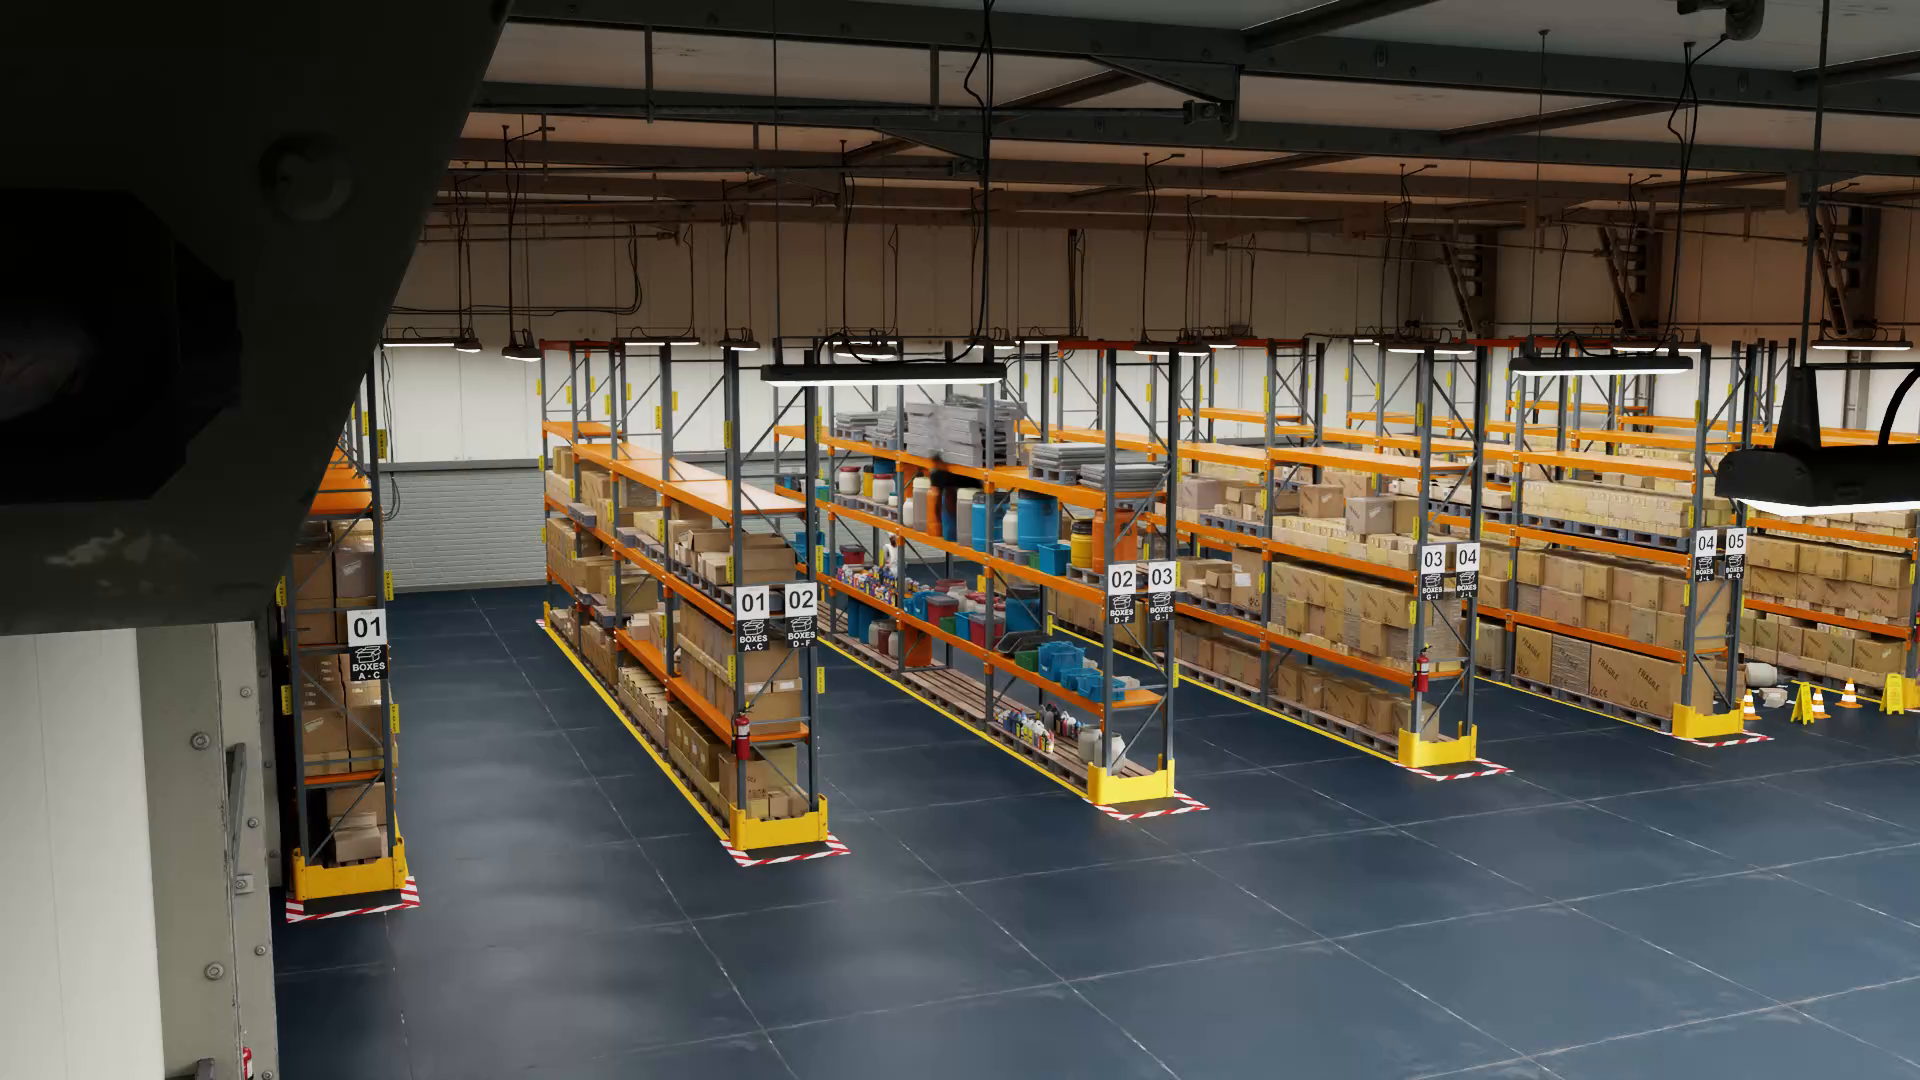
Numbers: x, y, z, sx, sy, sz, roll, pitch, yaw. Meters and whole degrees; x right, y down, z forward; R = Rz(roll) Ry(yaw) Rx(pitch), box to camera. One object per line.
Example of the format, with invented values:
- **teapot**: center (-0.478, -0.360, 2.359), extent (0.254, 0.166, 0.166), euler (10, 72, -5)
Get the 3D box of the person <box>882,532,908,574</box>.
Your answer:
- **person**: center (-1.440, 0.687, 36.423), extent (0.687, 1.773, 1.012), euler (-4, 8, -29)
